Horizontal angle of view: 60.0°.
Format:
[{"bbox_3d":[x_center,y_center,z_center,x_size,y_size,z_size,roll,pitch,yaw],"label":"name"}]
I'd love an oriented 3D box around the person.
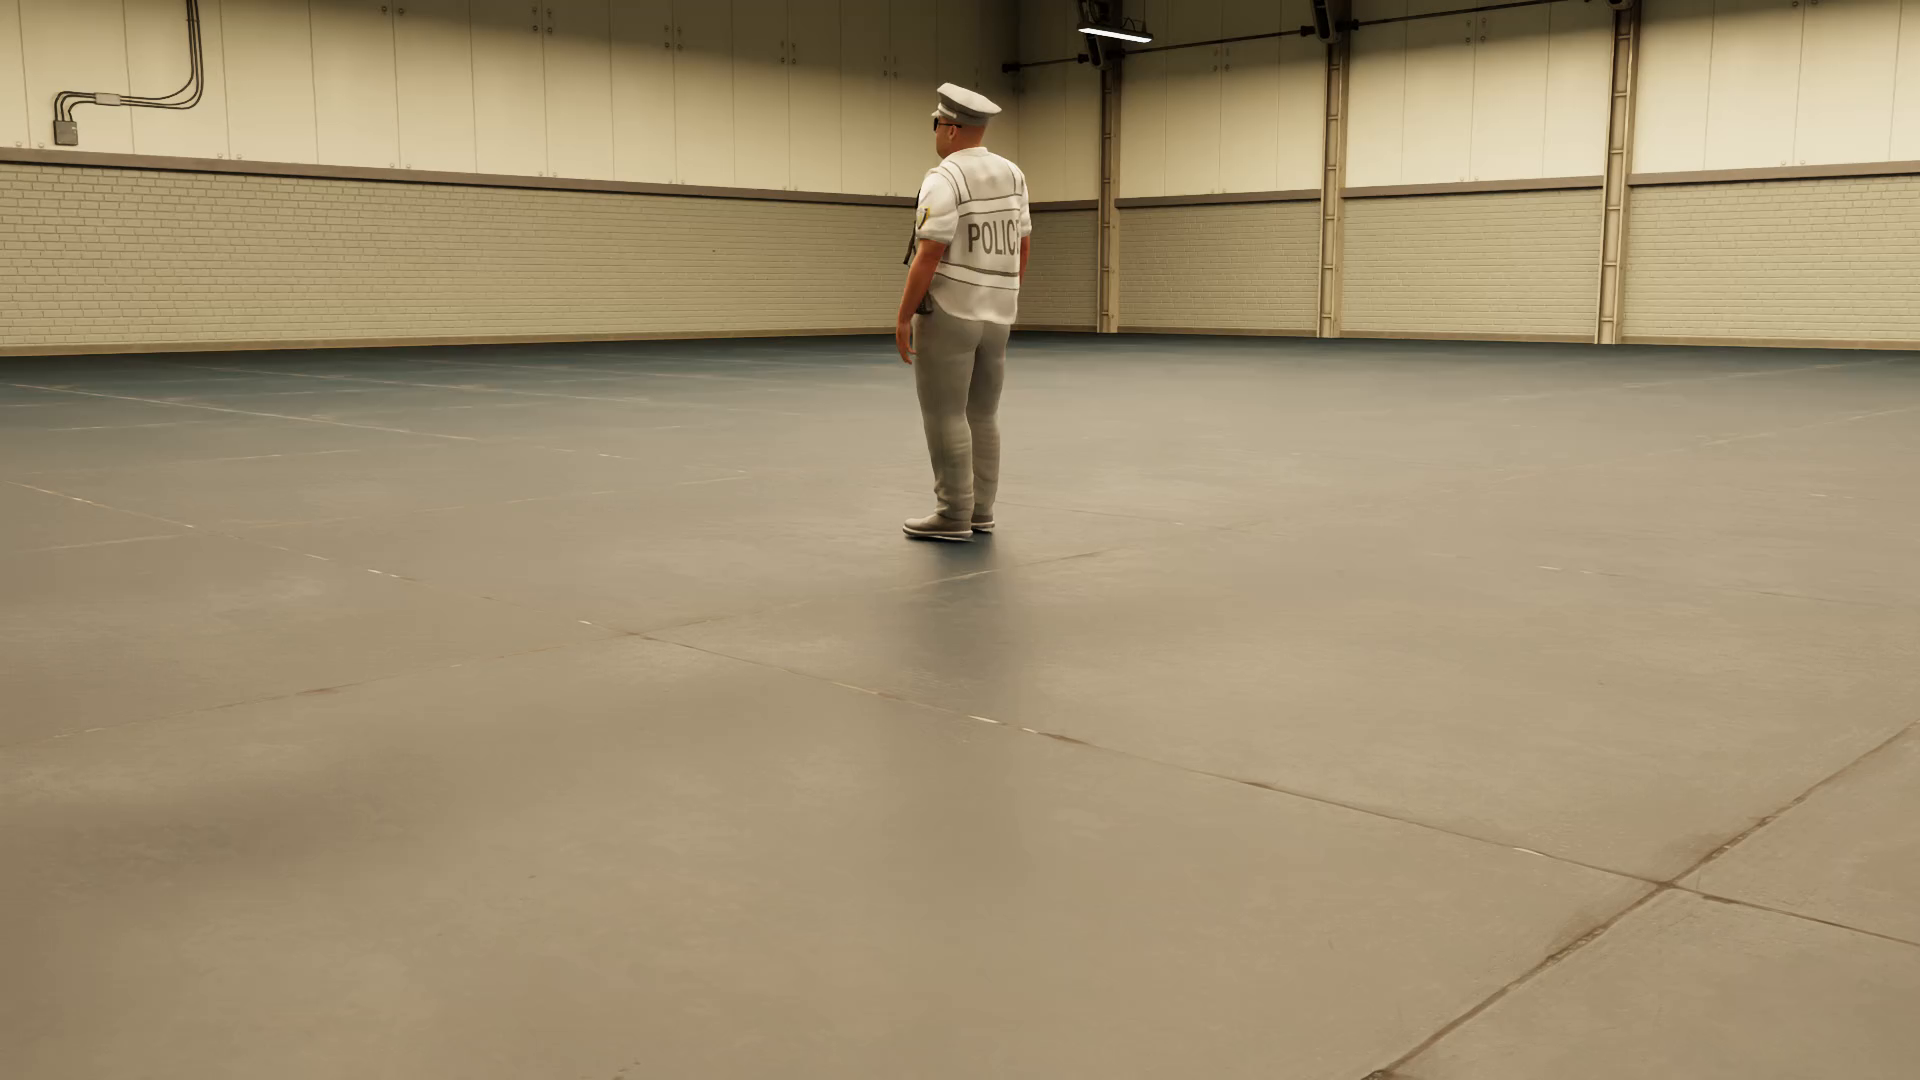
[{"bbox_3d":[-0.047,-0.897,6.645,0.575,1.781,0.640,8,12,43],"label":"person"}]
